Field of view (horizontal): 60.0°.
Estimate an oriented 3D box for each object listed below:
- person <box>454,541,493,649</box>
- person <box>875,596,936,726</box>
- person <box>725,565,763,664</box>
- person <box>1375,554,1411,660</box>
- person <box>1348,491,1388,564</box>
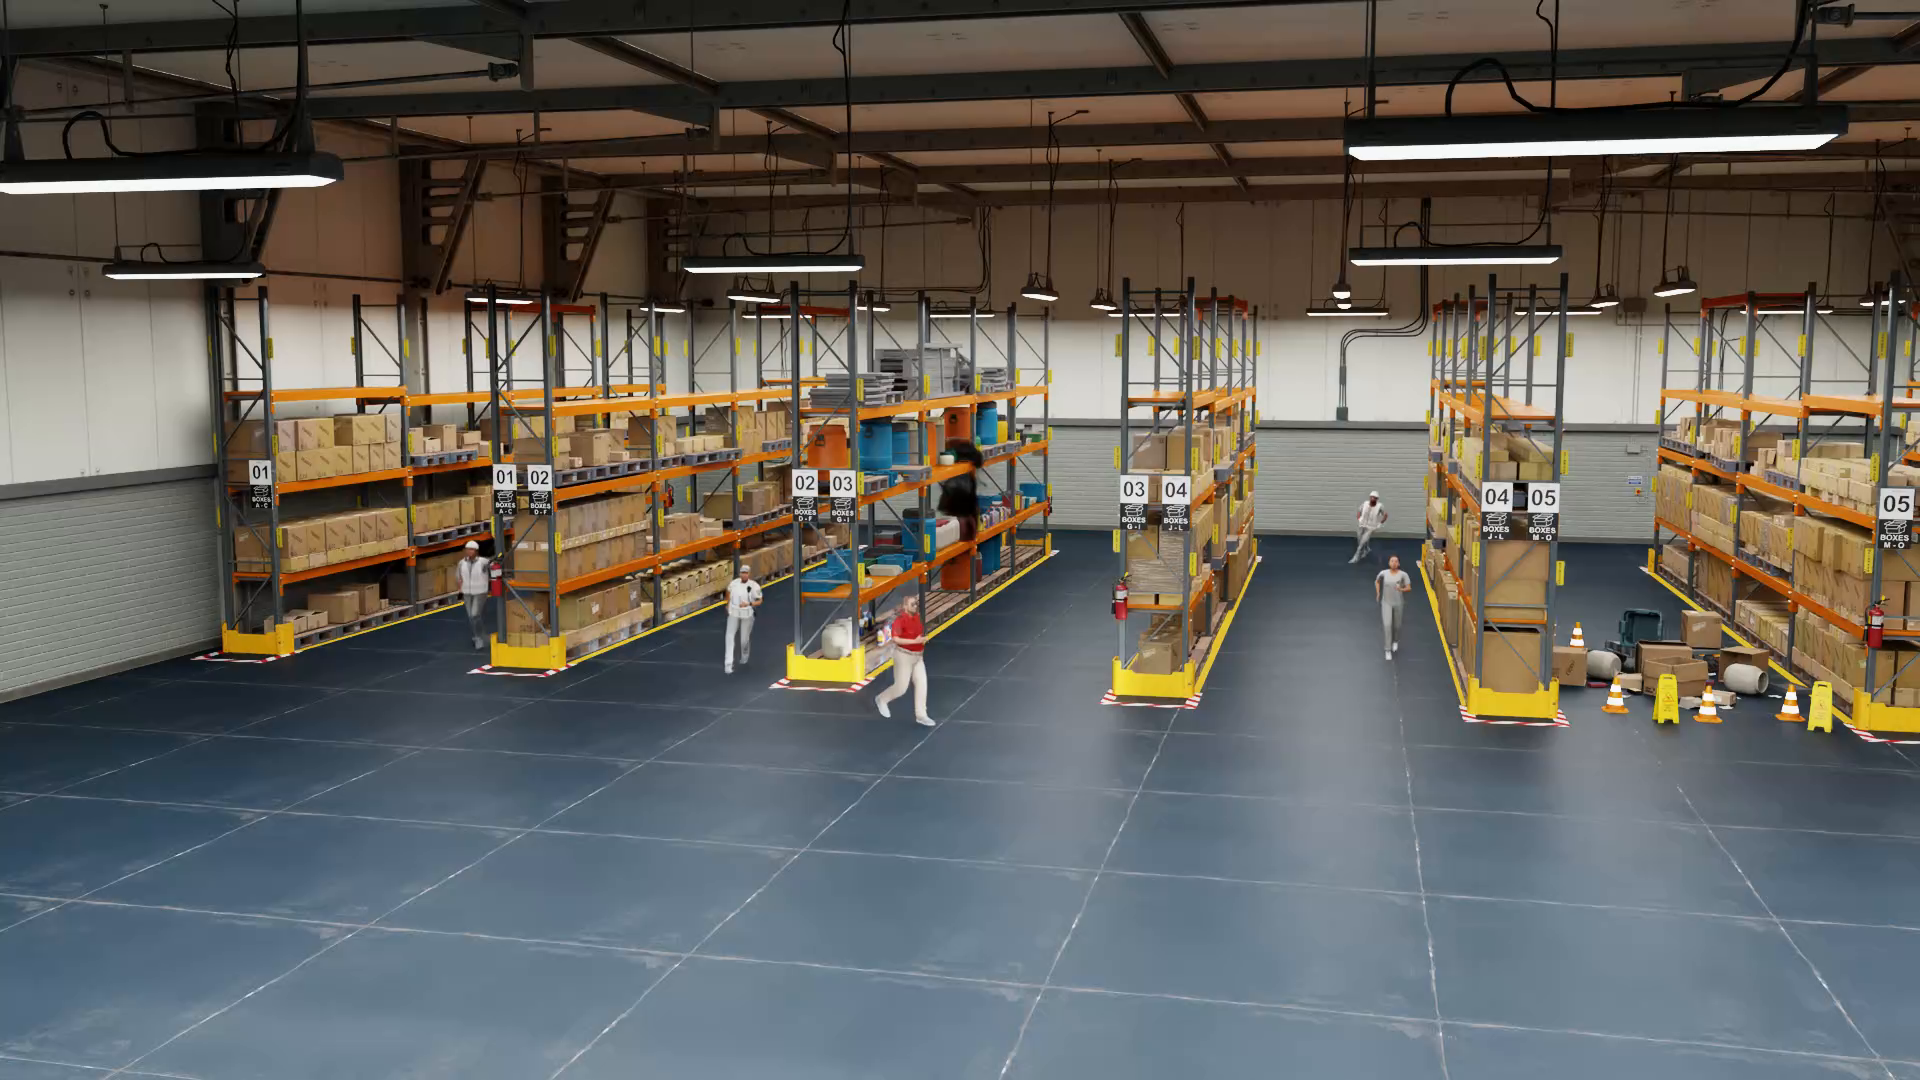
[{"bbox_3d":[-8.175,0.929,28.022,0.675,1.850,0.748,1,7,11],"label":"person"},{"bbox_3d":[-0.712,1.592,22.180,0.944,1.705,0.664,5,8,37],"label":"person"},{"bbox_3d":[-3.380,1.140,26.037,0.620,1.545,0.727,1,7,4],"label":"person"},{"bbox_3d":[7.016,1.054,26.971,0.563,1.659,0.964,1,7,12],"label":"person"},{"bbox_3d":[9.590,-0.304,38.828,0.727,1.704,0.915,5,8,38],"label":"person"}]
